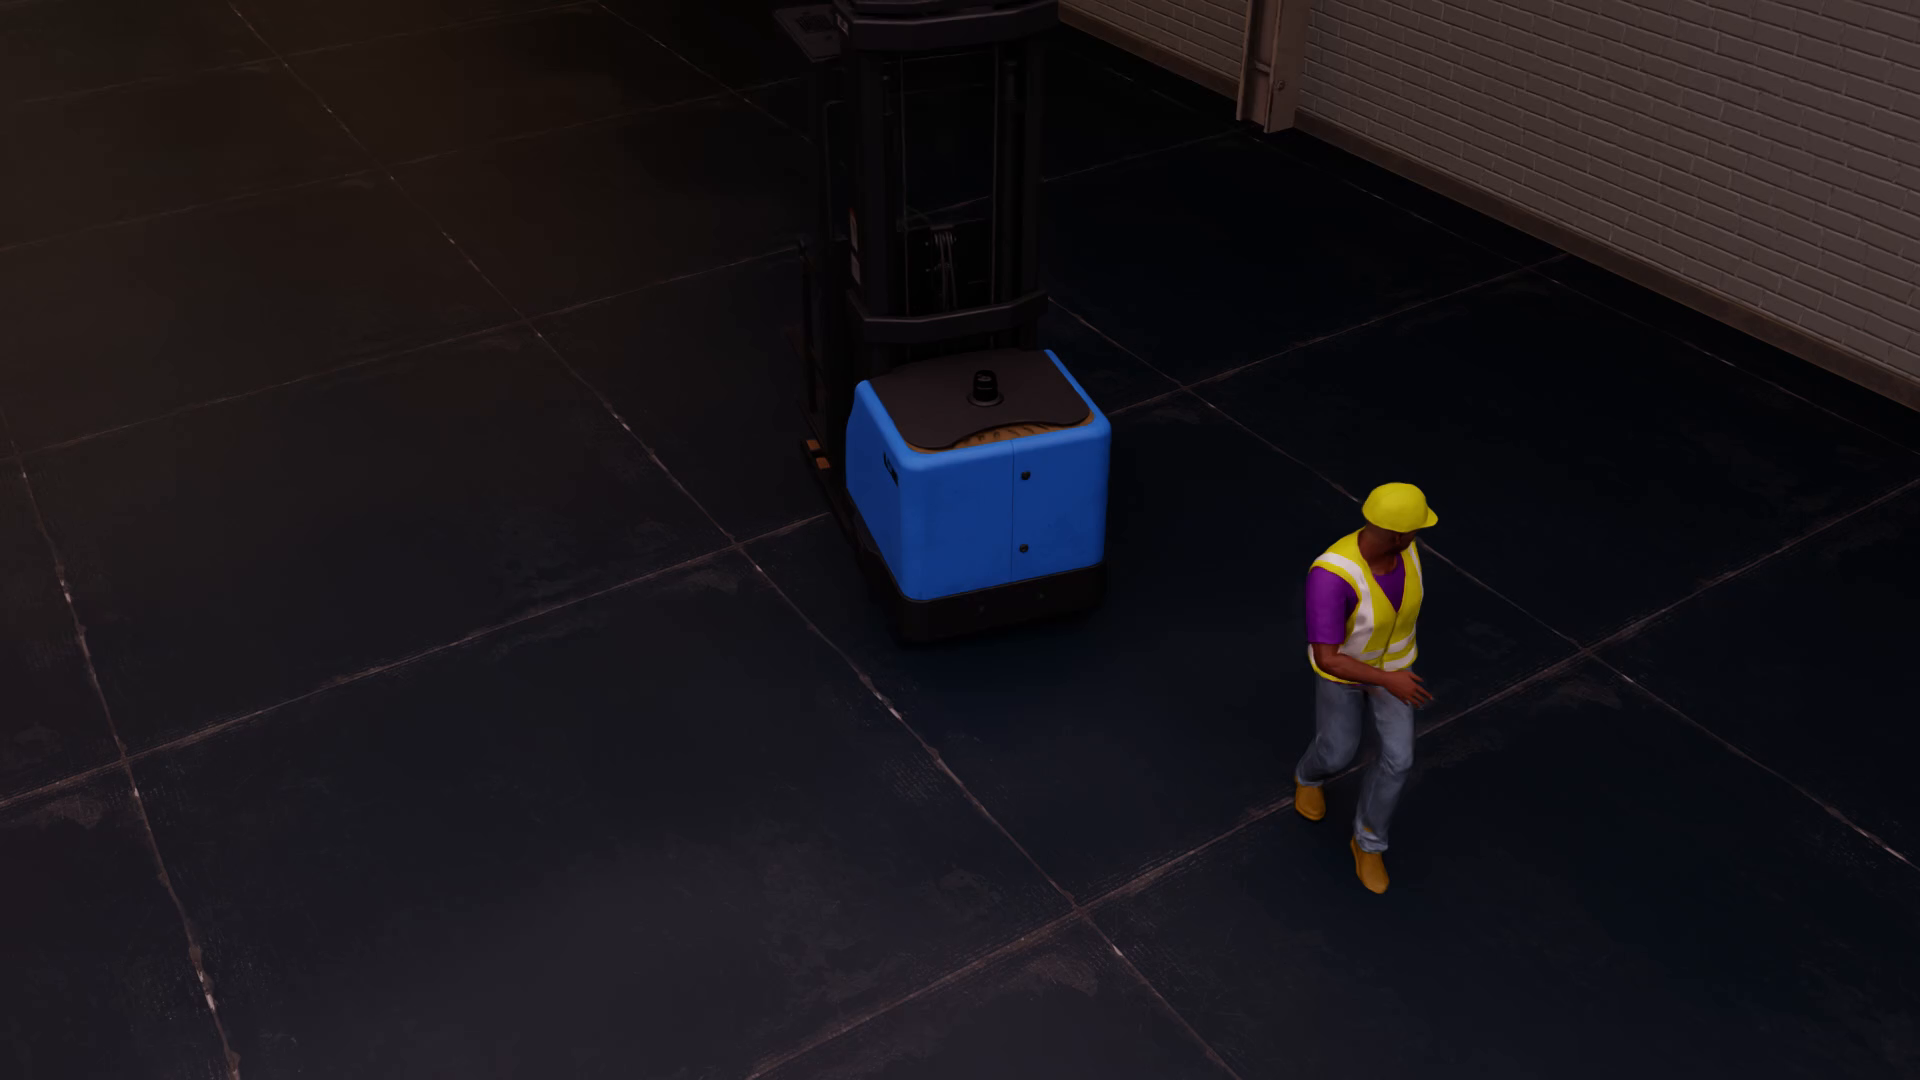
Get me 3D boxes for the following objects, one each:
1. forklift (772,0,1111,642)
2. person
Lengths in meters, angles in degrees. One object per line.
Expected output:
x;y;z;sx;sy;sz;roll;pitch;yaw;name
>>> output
-0.250;-1.559;8.367;1.130;2.935;3.031;-11;37;-16;forklift
1.566;0.503;6.544;0.613;1.746;0.911;-9;36;-12;person
